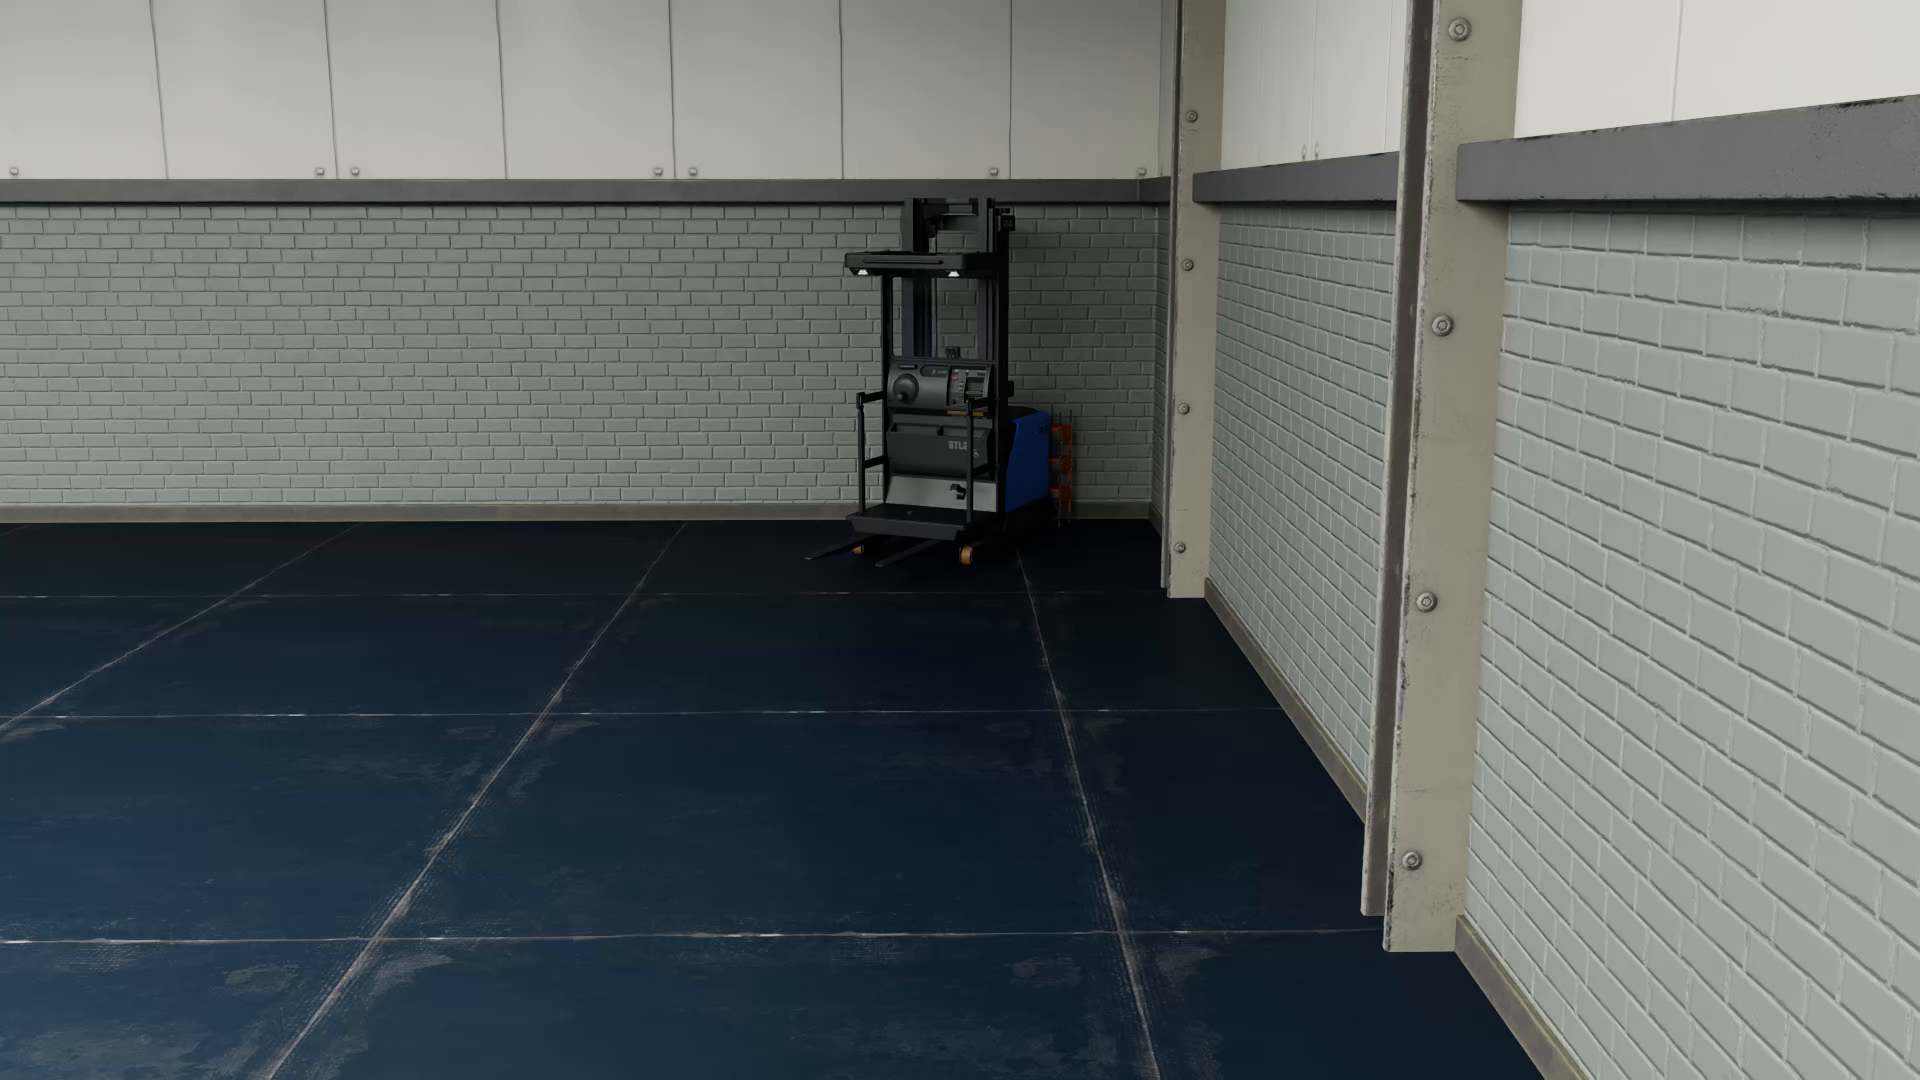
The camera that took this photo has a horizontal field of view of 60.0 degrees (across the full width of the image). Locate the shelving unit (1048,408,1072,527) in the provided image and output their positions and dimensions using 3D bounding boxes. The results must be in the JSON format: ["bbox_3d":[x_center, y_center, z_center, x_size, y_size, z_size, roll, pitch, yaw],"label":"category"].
[{"bbox_3d":[0.875,-0.663,15.186,0.215,1.050,0.252,6,13,26],"label":"shelving unit"}]

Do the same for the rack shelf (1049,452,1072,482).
[{"bbox_3d":[0.875,-0.653,15.188,0.215,0.259,0.240,6,13,26],"label":"rack shelf"}]

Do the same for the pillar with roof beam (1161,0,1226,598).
[{"bbox_3d":[-2.598,-4.002,11.651,9.100,9.000,0.400,0,11,-1],"label":"pillar with roof beam"}]

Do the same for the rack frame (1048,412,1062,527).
[{"bbox_3d":[0.821,-0.641,15.079,0.200,1.050,0.008,6,13,26],"label":"rack frame"}]

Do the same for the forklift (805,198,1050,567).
[{"bbox_3d":[-0.259,-1.324,13.713,1.130,2.935,3.031,5,13,24],"label":"forklift"}]

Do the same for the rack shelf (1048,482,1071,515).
[{"bbox_3d":[0.875,-0.380,15.243,0.215,0.259,0.240,6,13,26],"label":"rack shelf"}]

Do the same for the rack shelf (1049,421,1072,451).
[{"bbox_3d":[0.875,-0.931,15.132,0.215,0.259,0.240,6,13,26],"label":"rack shelf"}]

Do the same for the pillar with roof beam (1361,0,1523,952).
[{"bbox_3d":[-2.474,-2.809,5.772,9.100,9.000,0.400,0,11,-1],"label":"pillar with roof beam"}]

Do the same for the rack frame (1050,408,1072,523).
[{"bbox_3d":[0.929,-0.685,15.293,0.200,1.050,0.008,6,13,26],"label":"rack frame"}]
